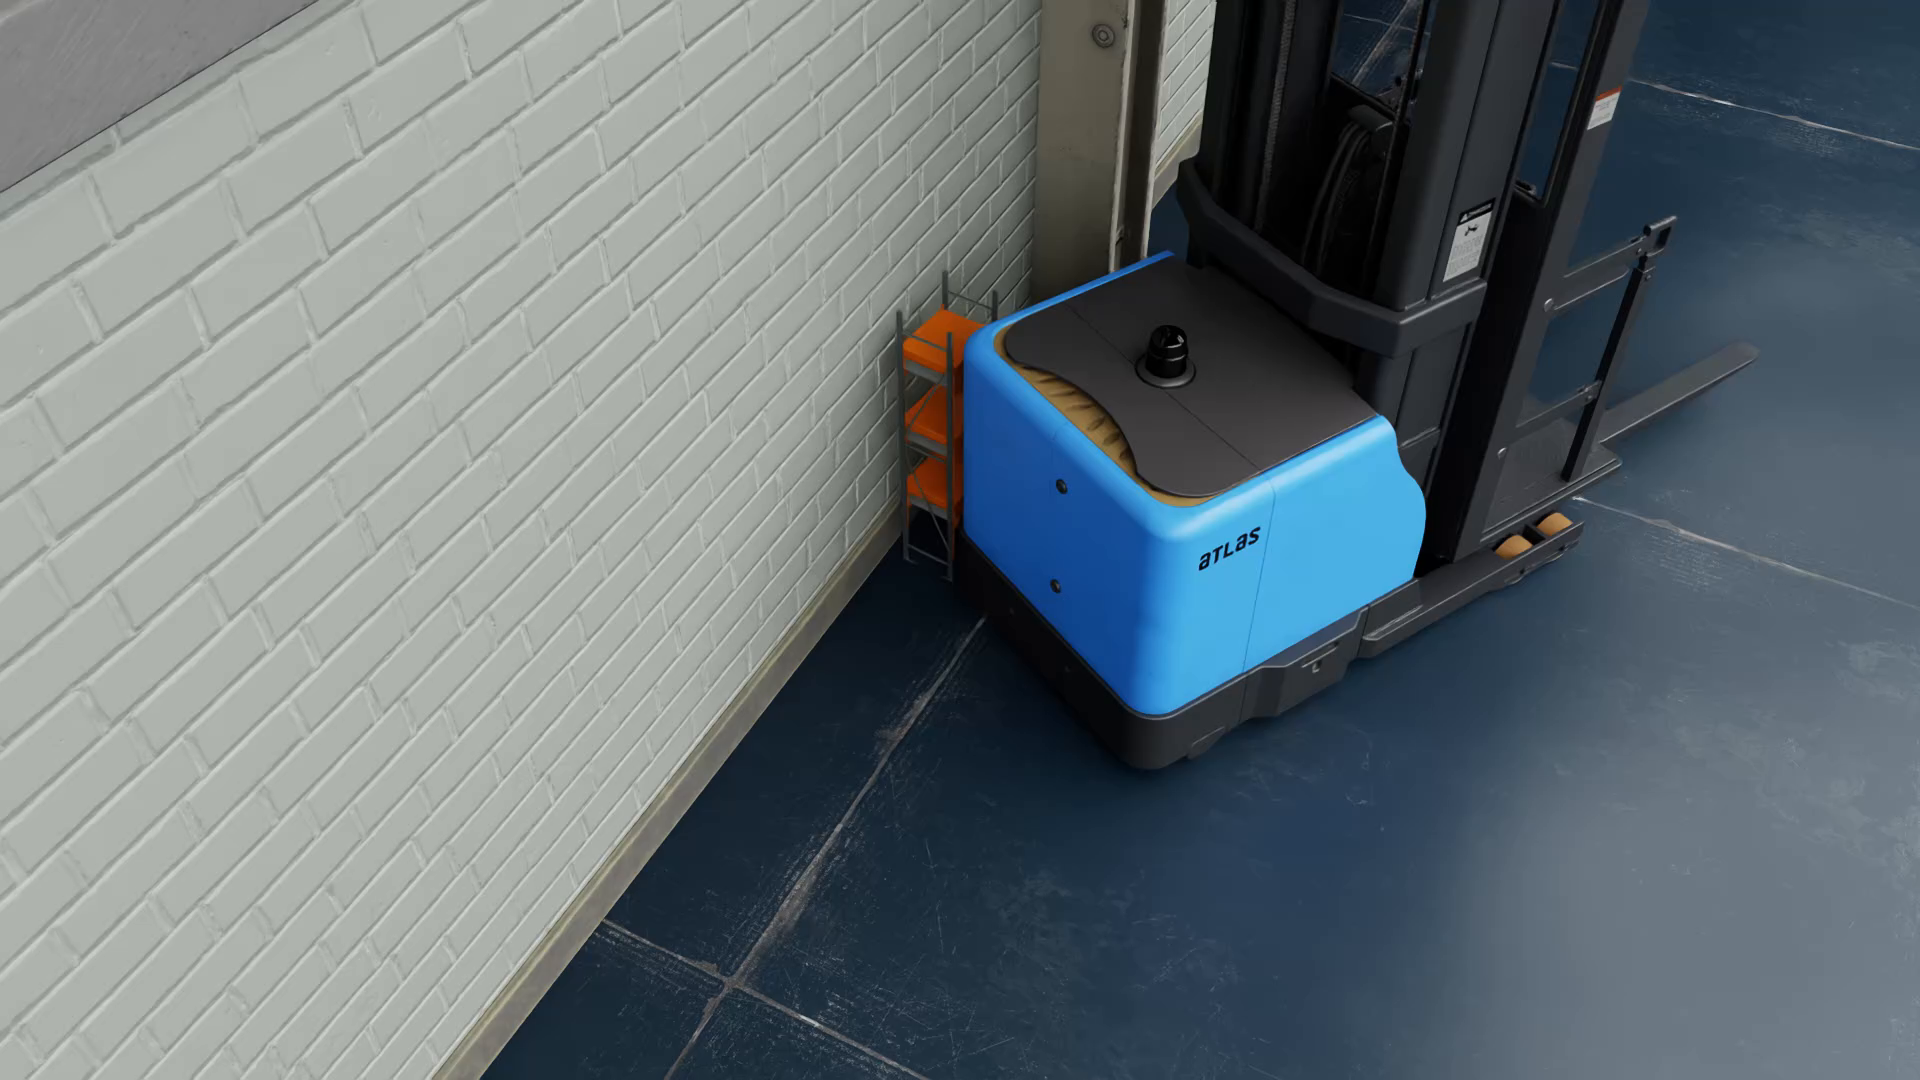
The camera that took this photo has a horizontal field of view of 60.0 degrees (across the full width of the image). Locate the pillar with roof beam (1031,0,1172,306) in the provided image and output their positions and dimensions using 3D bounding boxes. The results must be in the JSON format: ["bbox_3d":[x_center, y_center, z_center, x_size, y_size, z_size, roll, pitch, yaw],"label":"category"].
[{"bbox_3d":[4.301,-2.523,1.917,9.100,9.000,0.400,20,49,19],"label":"pillar with roof beam"}]

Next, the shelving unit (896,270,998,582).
[{"bbox_3d":[-0.039,-0.343,5.349,0.215,1.050,0.252,25,50,23],"label":"shelving unit"}]

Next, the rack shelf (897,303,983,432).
[{"bbox_3d":[-0.038,-0.537,5.156,0.215,0.259,0.240,25,50,23],"label":"rack shelf"}]

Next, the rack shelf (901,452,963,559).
[{"bbox_3d":[-0.040,-0.138,5.552,0.215,0.259,0.240,25,50,23],"label":"rack shelf"}]

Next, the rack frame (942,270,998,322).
[{"bbox_3d":[0.029,-0.414,5.421,0.200,1.050,0.008,25,50,23],"label":"rack frame"}]

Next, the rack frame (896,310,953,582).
[{"bbox_3d":[-0.107,-0.272,5.277,0.200,1.050,0.008,25,50,23],"label":"rack frame"}]

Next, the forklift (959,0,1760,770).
[{"bbox_3d":[1.505,-1.171,4.847,3.031,2.935,1.130,-25,51,-23],"label":"forklift"}]

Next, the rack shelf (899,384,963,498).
[{"bbox_3d":[-0.039,-0.336,5.356,0.215,0.259,0.240,25,50,23],"label":"rack shelf"}]
